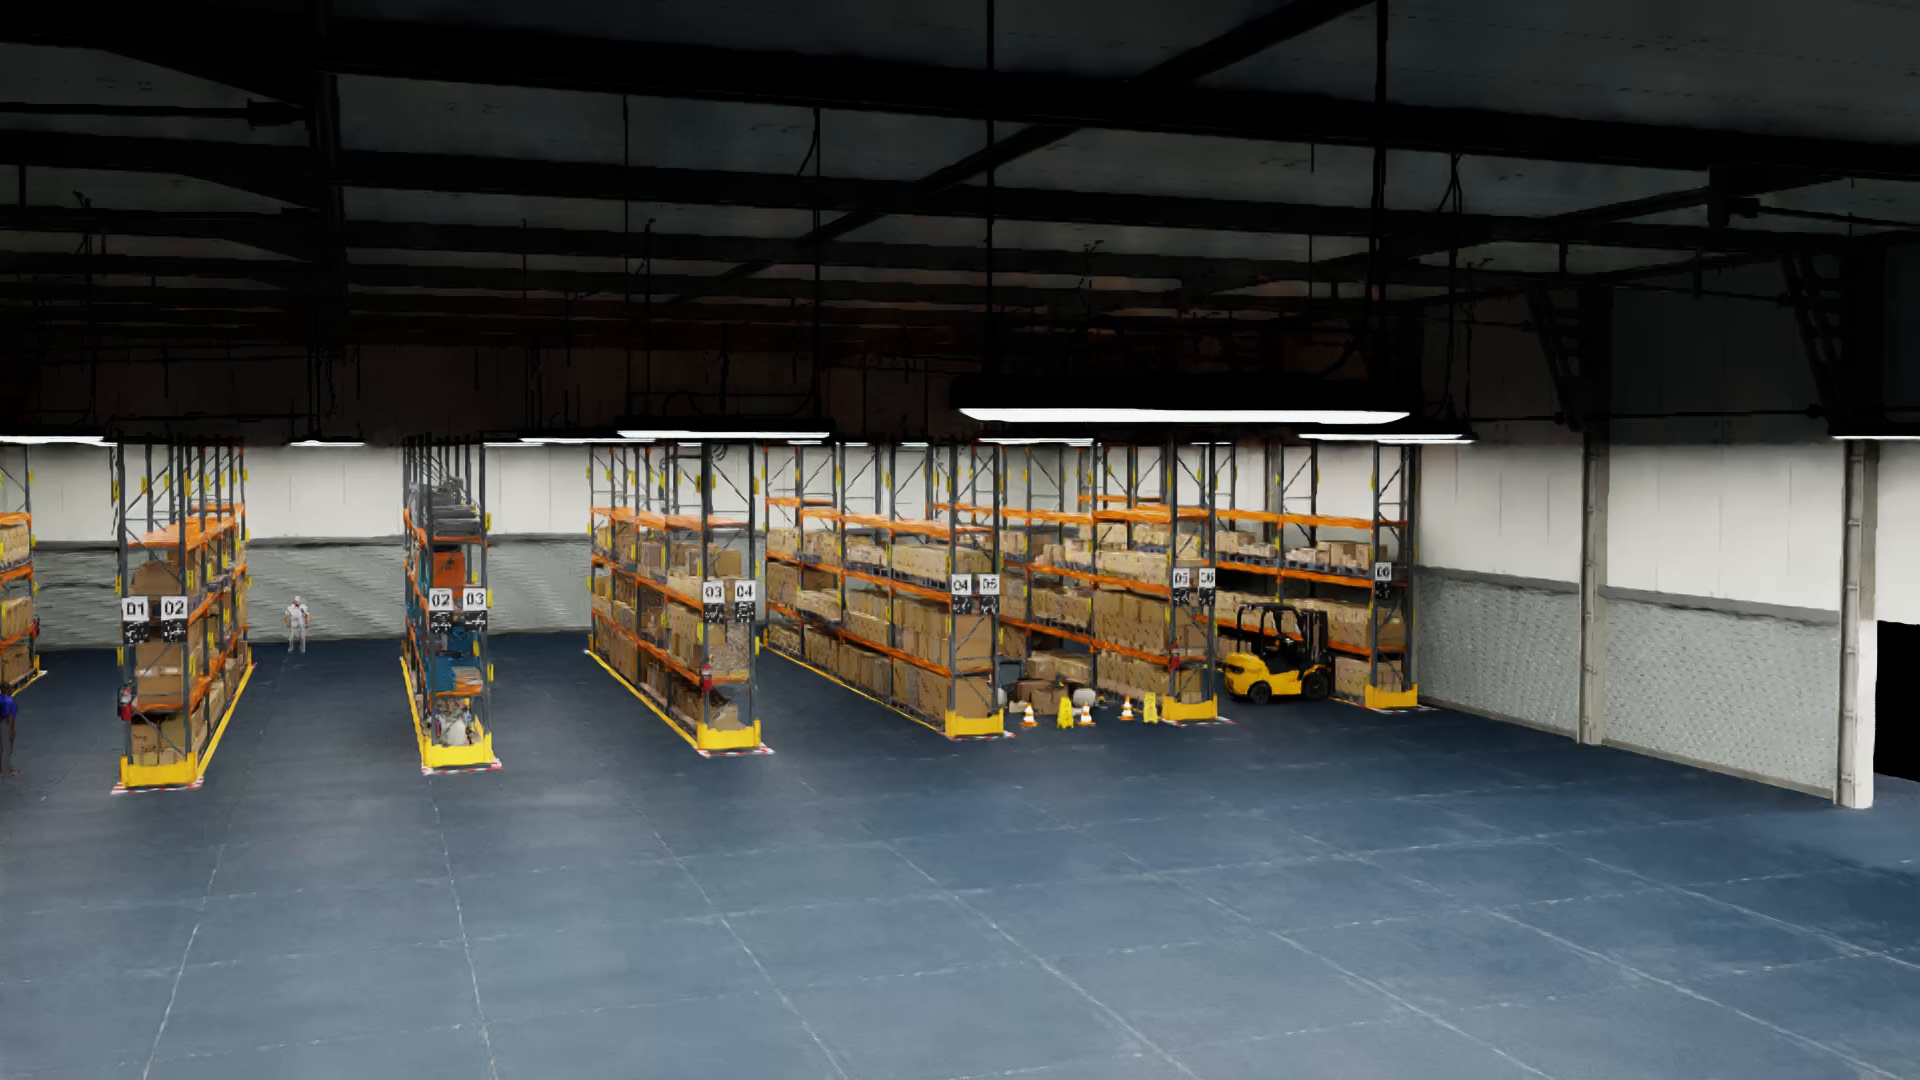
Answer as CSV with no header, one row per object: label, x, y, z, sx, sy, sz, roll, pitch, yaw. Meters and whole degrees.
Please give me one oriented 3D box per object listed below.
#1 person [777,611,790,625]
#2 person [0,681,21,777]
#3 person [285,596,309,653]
person,-5.244,2.055,49.992,0.672,1.774,0.451,2,4,37
person,-16.572,3.282,28.963,0.502,1.648,0.422,3,4,41
person,-18.447,2.362,46.293,0.625,1.611,0.575,-1,3,-22
